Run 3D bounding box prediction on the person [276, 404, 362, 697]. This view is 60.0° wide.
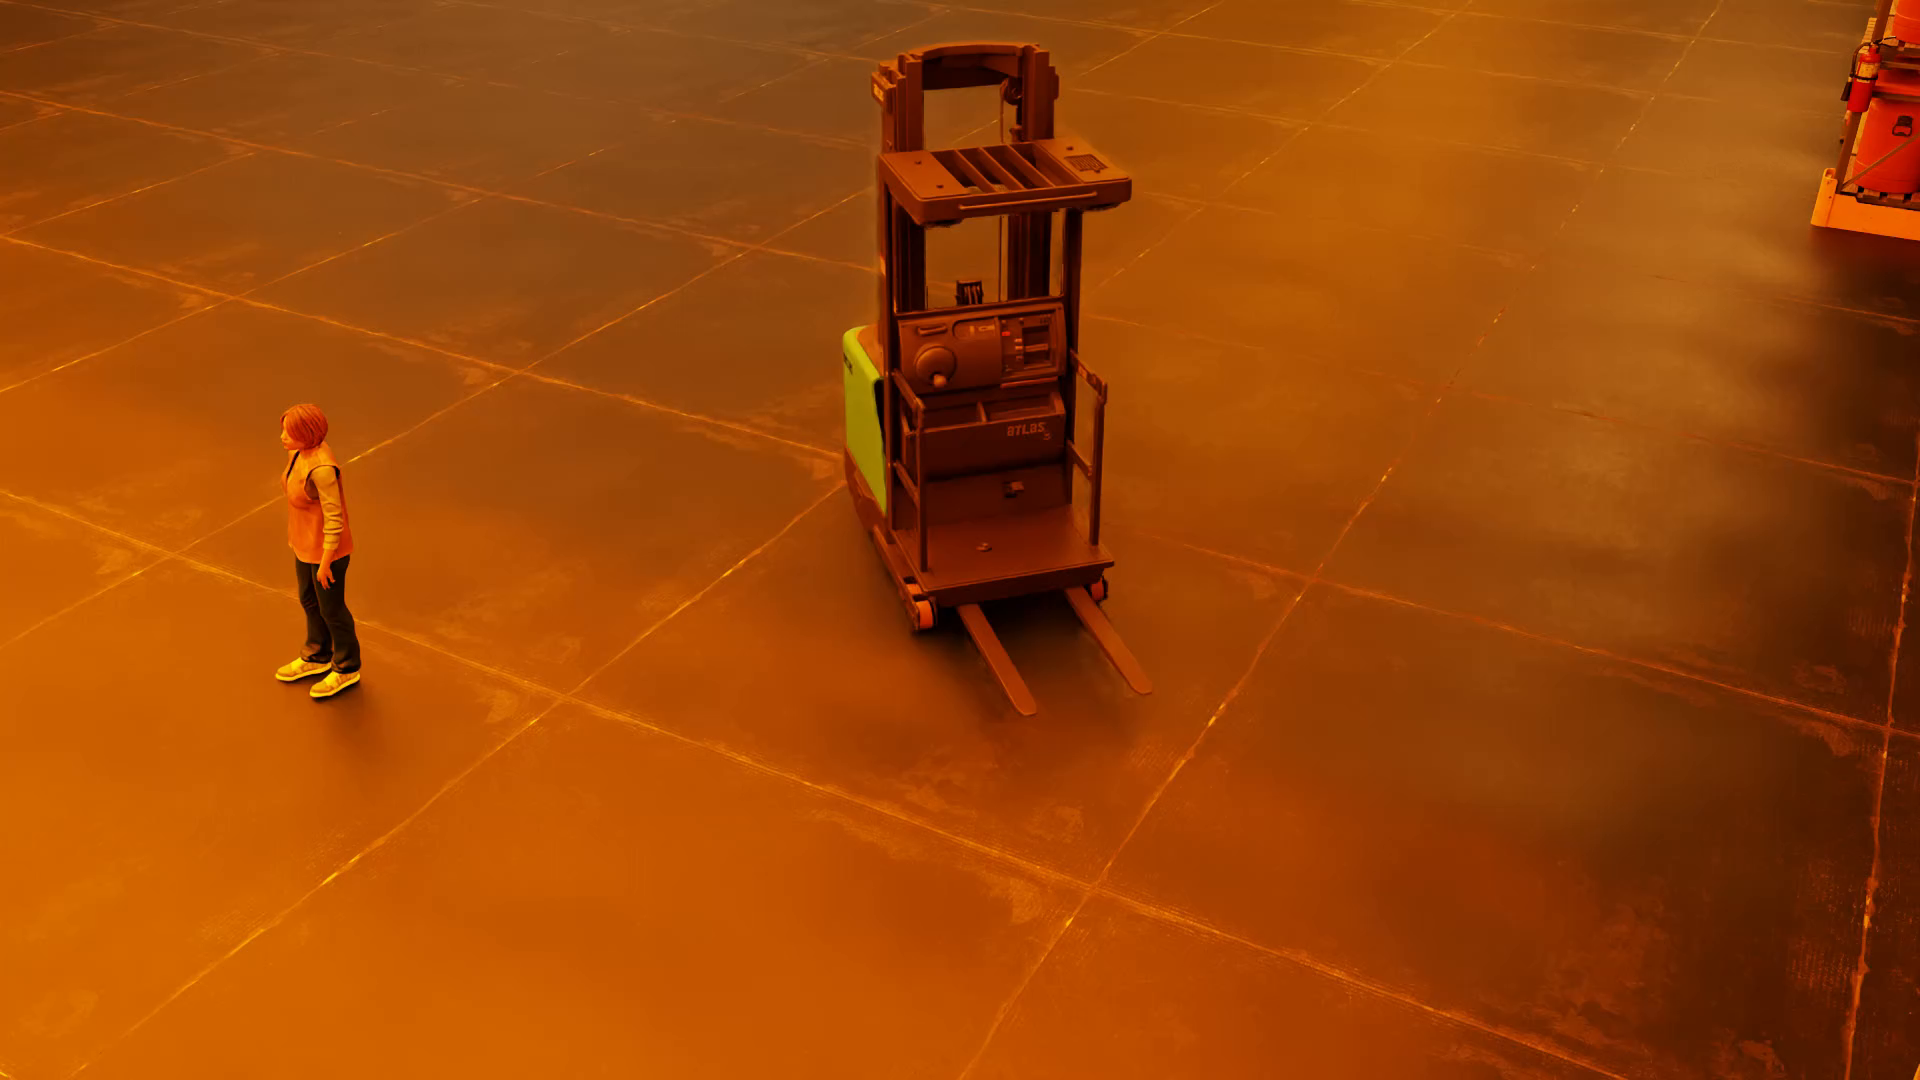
[{"bbox_3d":[-3.260,0.067,8.276,0.474,1.598,0.519,-19,35,-30],"label":"person"}]

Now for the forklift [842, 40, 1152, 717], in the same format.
[{"bbox_3d":[0.191,-0.995,8.794,1.130,2.935,3.031,-9,31,-15],"label":"forklift"}]
